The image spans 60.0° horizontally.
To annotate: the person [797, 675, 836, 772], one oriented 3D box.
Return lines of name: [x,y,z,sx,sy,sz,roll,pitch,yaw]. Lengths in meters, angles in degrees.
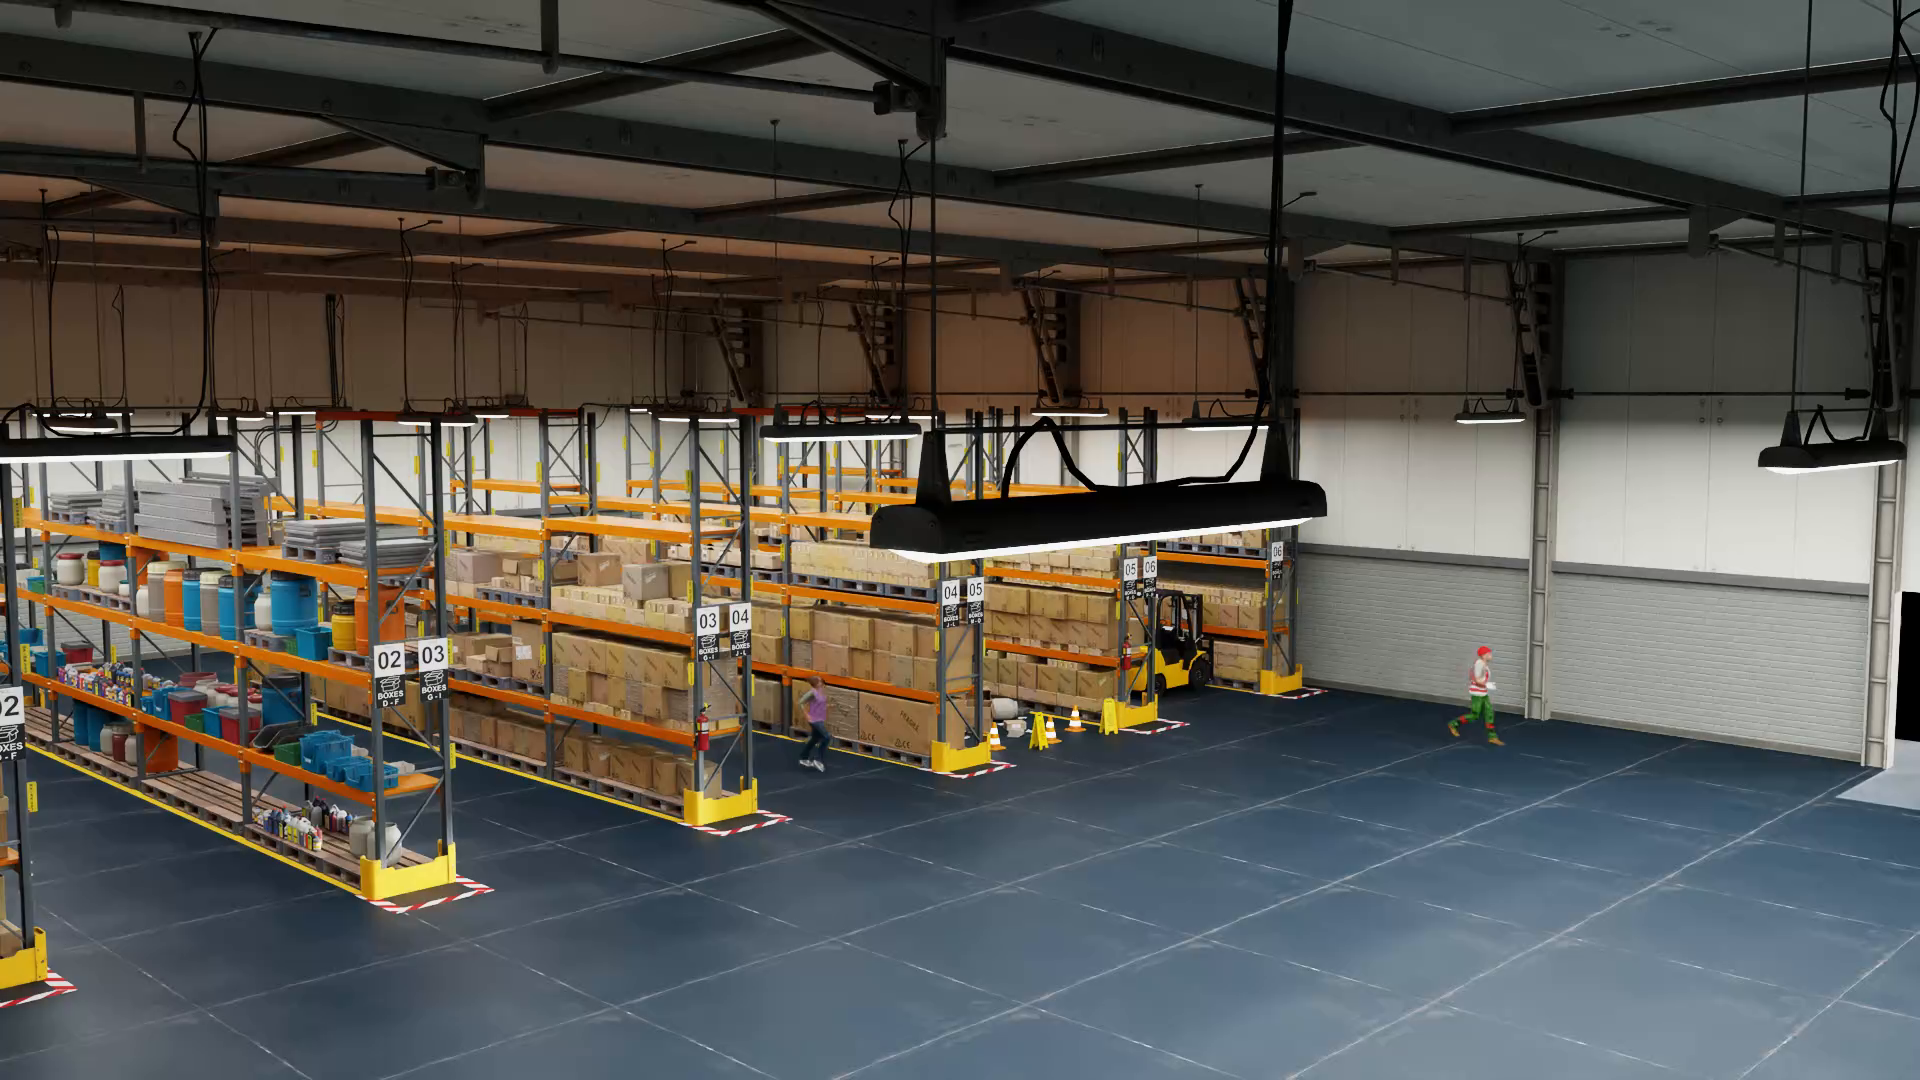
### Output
person: [-2.402,3.068,27.858,0.694,1.630,0.503,1,5,15]

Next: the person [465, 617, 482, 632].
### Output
person: [-11.731,1.940,40.456,0.625,1.666,0.642,-1,5,-10]

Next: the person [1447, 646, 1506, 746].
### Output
person: [9.323,2.777,29.954,1.030,1.749,0.684,2,5,22]
